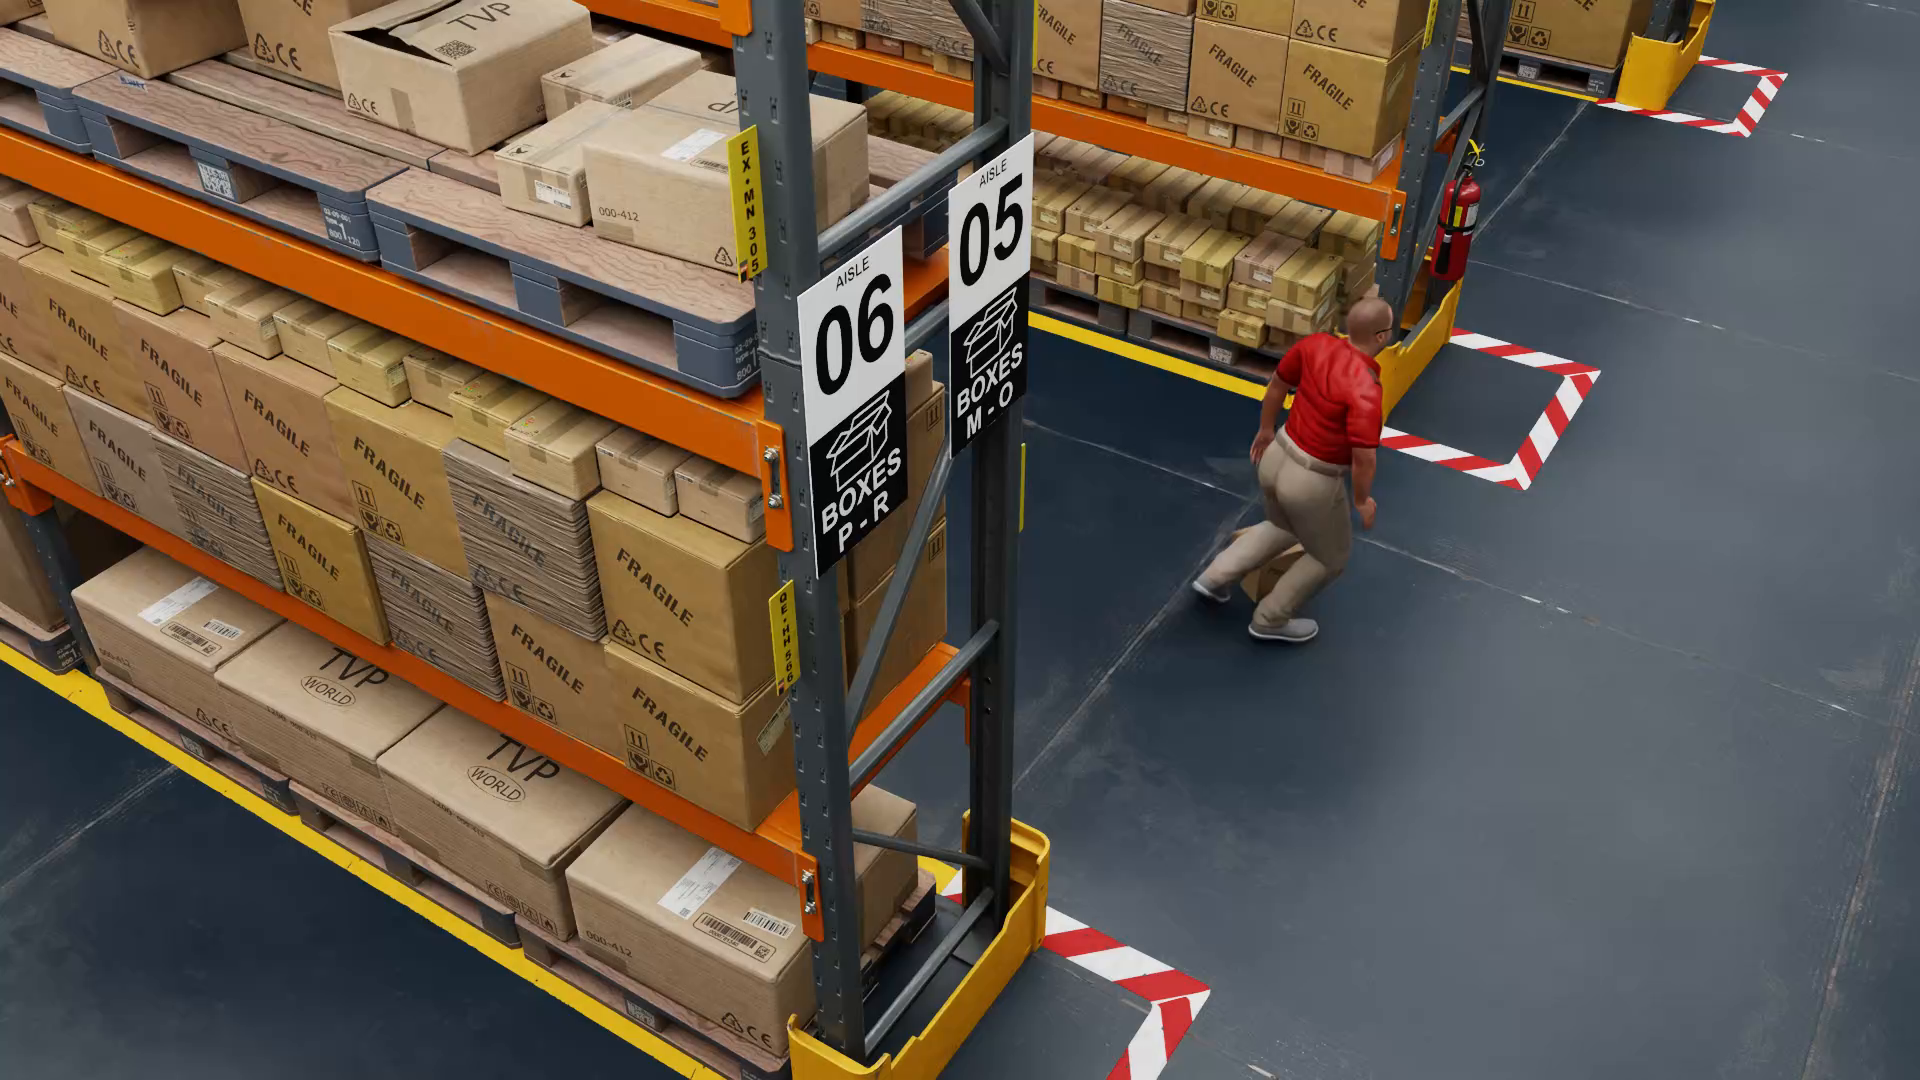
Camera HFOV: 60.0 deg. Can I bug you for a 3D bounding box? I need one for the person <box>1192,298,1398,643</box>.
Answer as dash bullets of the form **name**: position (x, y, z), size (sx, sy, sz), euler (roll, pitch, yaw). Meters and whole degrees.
- **person**: position (1.427, -0.268, 7.113), size (0.732, 1.641, 0.695), euler (-11, 40, -14)
